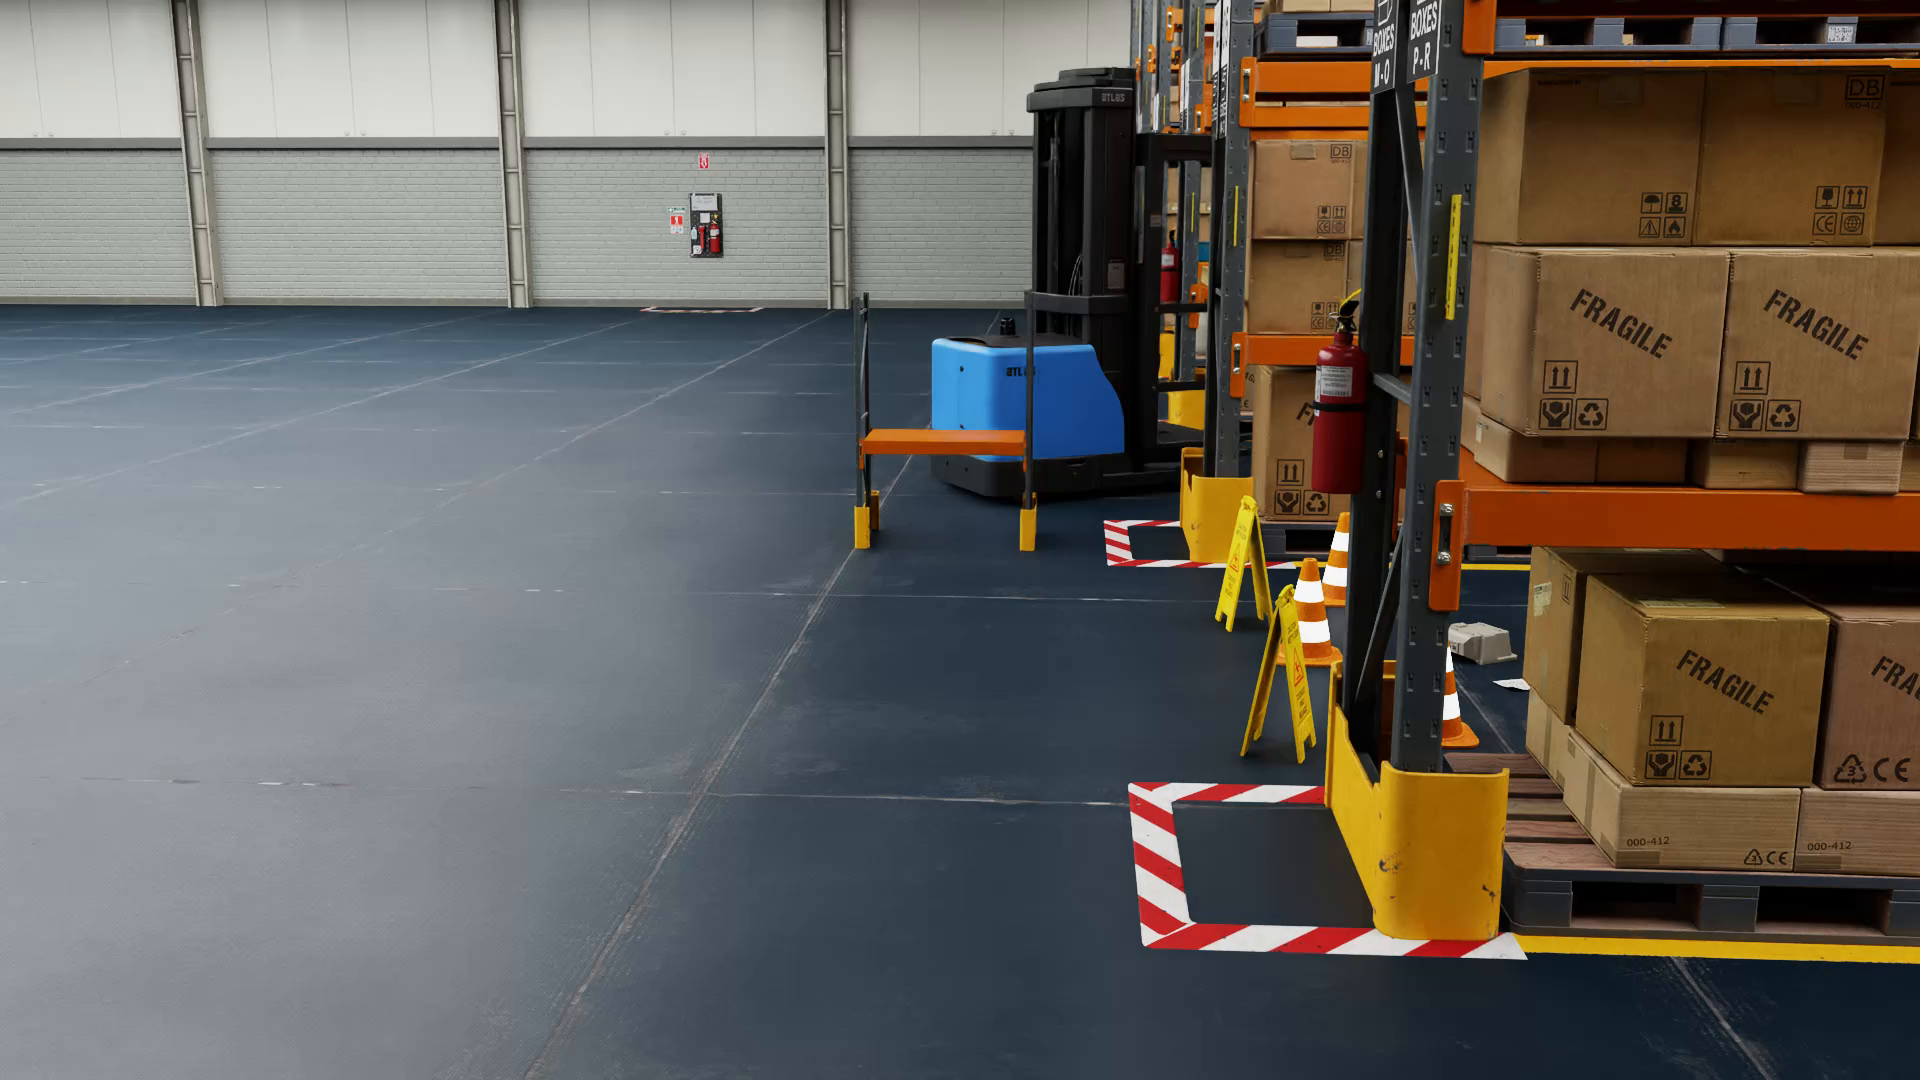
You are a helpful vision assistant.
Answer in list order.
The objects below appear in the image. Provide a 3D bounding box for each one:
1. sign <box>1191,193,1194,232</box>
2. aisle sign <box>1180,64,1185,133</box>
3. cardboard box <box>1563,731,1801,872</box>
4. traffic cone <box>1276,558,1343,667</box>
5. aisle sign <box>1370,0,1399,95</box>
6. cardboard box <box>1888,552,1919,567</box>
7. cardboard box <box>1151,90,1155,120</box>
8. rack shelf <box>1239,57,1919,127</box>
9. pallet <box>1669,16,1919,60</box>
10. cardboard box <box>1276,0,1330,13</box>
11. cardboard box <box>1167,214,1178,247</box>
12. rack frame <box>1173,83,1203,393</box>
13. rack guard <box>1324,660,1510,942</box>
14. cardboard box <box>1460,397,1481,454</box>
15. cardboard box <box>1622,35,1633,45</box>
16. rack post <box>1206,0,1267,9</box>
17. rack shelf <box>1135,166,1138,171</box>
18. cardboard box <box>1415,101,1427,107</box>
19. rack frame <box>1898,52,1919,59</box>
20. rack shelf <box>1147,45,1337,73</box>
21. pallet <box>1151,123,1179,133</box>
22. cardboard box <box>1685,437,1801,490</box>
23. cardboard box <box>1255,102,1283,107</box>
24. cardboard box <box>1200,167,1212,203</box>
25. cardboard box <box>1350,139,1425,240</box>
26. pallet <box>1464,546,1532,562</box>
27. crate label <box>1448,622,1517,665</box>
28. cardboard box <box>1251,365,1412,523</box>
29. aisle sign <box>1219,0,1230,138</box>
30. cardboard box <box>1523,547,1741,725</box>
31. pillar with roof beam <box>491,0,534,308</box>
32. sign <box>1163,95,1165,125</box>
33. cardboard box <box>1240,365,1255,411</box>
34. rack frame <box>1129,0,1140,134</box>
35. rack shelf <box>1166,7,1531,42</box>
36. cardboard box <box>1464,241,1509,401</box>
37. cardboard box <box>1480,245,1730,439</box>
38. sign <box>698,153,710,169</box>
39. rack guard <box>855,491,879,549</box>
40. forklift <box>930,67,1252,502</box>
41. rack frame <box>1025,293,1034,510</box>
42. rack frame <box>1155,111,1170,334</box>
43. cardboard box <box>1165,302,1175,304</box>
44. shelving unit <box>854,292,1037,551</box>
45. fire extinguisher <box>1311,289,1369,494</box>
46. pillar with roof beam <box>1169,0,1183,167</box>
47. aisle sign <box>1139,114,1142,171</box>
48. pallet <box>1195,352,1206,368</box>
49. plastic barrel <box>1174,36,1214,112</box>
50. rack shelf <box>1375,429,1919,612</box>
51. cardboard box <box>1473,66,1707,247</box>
[{"bbox_3d":[1.972,-2.776,14.100,0.005,0.325,0.100,1,12,4],"label":"sign"},{"bbox_3d":[1.967,-3.798,14.750,0.004,0.787,0.394,1,12,4],"label":"aisle sign"},{"bbox_3d":[2.133,0.769,4.956,0.500,0.250,0.500,1,12,3],"label":"cardboard box"},{"bbox_3d":[1.596,0.314,7.638,0.334,0.463,0.336,1,12,4],"label":"traffic cone"},{"bbox_3d":[1.304,-1.772,5.062,0.004,0.787,0.394,1,12,4],"label":"aisle sign"},{"bbox_3d":[3.047,-0.026,5.341,0.250,0.149,0.380,1,12,6],"label":"cardboard box"},{"bbox_3d":[3.370,-7.461,28.548,0.500,0.500,0.500,0,12,0],"label":"cardboard box"},{"bbox_3d":[3.572,-2.540,9.517,4.000,0.370,1.077,1,12,4],"label":"rack shelf"},{"bbox_3d":[4.752,-2.835,9.386,1.213,0.211,1.003,1,12,4],"label":"pallet"},{"bbox_3d":[1.897,-2.981,9.211,0.250,0.149,0.380,1,12,4],"label":"cardboard box"},{"bbox_3d":[3.139,-4.527,24.340,0.500,0.500,0.700,1,12,4],"label":"cardboard box"},{"bbox_3d":[2.008,-2.464,14.719,0.127,3.000,1.000,1,12,4],"label":"rack frame"},{"bbox_3d":[1.422,0.786,5.292,0.348,0.500,1.175,1,12,4],"label":"rack guard"},{"bbox_3d":[1.734,-0.355,5.251,0.250,0.149,0.380,1,12,6],"label":"cardboard box"},{"bbox_3d":[5.533,-4.270,13.839,0.500,0.500,0.500,0,12,2],"label":"cardboard box"},{"bbox_3d":[3.085,-6.131,18.819,0.954,0.300,0.937,2,12,10],"label":"rack post"},{"bbox_3d":[4.997,-6.588,28.867,4.000,0.370,1.077,1,12,4],"label":"rack shelf"},{"bbox_3d":[4.001,-3.779,14.050,0.500,0.250,0.500,1,12,5],"label":"cardboard box"},{"bbox_3d":[5.567,-1.397,9.620,0.127,3.000,1.000,1,12,4],"label":"rack frame"},{"bbox_3d":[4.670,-6.848,23.763,4.000,0.370,1.077,1,12,4],"label":"rack shelf"},{"bbox_3d":[3.378,-5.897,24.024,1.213,0.211,1.003,1,12,4],"label":"pallet"},{"bbox_3d":[2.183,-0.248,4.743,0.250,0.149,0.380,0,12,2],"label":"cardboard box"},{"bbox_3d":[2.472,-3.799,14.143,0.500,0.250,0.500,1,12,5],"label":"cardboard box"},{"bbox_3d":[3.717,-5.155,24.175,0.500,0.500,0.700,0,12,2],"label":"cardboard box"},{"bbox_3d":[2.499,-2.052,9.748,0.550,0.550,0.875,1,12,4],"label":"cardboard box"},{"bbox_3d":[3.593,-0.075,10.109,1.213,0.211,1.003,1,12,4],"label":"pallet"},{"bbox_3d":[2.385,0.471,7.681,0.298,0.136,0.250,-6,13,-26],"label":"crate label"},{"bbox_3d":[2.257,-0.621,10.076,0.875,0.875,0.875,1,12,4],"label":"cardboard box"},{"bbox_3d":[1.485,-2.664,9.327,0.004,0.787,0.394,1,12,4],"label":"aisle sign"},{"bbox_3d":[2.163,0.292,5.405,0.500,0.500,0.500,1,12,4],"label":"cardboard box"},{"bbox_3d":[-8.503,-7.888,25.997,0.400,9.000,9.100,1,12,4],"label":"pillar with roof beam"},{"bbox_3d":[2.298,-4.836,18.711,0.005,0.325,0.100,1,12,4],"label":"sign"},{"bbox_3d":[2.630,-1.434,14.875,0.500,0.500,0.500,3,12,14],"label":"cardboard box"},{"bbox_3d":[3.001,-8.436,28.617,0.127,3.000,1.000,1,12,4],"label":"rack frame"},{"bbox_3d":[4.335,-5.837,18.926,4.000,0.370,1.077,1,12,4],"label":"rack shelf"},{"bbox_3d":[1.906,-0.682,5.234,0.500,0.500,0.500,1,12,3],"label":"cardboard box"},{"bbox_3d":[1.800,-0.570,4.698,0.500,0.500,0.500,1,12,3],"label":"cardboard box"},{"bbox_3d":[-4.693,-6.945,30.483,0.199,0.298,0.001,1,12,4],"label":"sign"},{"bbox_3d":[-0.573,-0.130,10.280,0.087,0.250,0.587,1,12,4],"label":"rack guard"},{"bbox_3d":[1.338,-1.882,12.107,3.031,2.935,1.130,-6,13,-26],"label":"forklift"},{"bbox_3d":[0.422,-0.728,10.087,0.032,1.500,0.500,1,12,4],"label":"rack frame"},{"bbox_3d":[2.339,-3.475,19.556,0.127,3.000,1.000,1,12,4],"label":"rack frame"},{"bbox_3d":[3.229,-3.767,24.811,0.500,0.500,0.500,1,12,4],"label":"cardboard box"},{"bbox_3d":[-0.076,-0.735,10.119,1.083,1.500,0.587,1,12,4],"label":"shelving unit"},{"bbox_3d":[1.263,-0.497,5.506,0.183,0.674,0.296,1,12,4],"label":"fire extinguisher"},{"bbox_3d":[3.470,-7.723,25.212,0.400,9.000,9.100,1,12,4],"label":"pillar with roof beam"},{"bbox_3d":[2.588,-5.698,23.833,0.004,0.787,0.394,1,12,4],"label":"aisle sign"},{"bbox_3d":[3.229,-2.107,19.824,1.213,0.211,1.003,1,12,4],"label":"pallet"},{"bbox_3d":[2.833,-5.379,19.254,0.708,0.830,0.600,1,12,4],"label":"plastic barrel"},{"bbox_3d":[3.342,-0.060,4.984,4.000,0.370,1.077,1,12,4],"label":"rack shelf"},{"bbox_3d":[1.871,-1.161,5.077,0.500,0.500,0.700,0,12,2],"label":"cardboard box"}]
